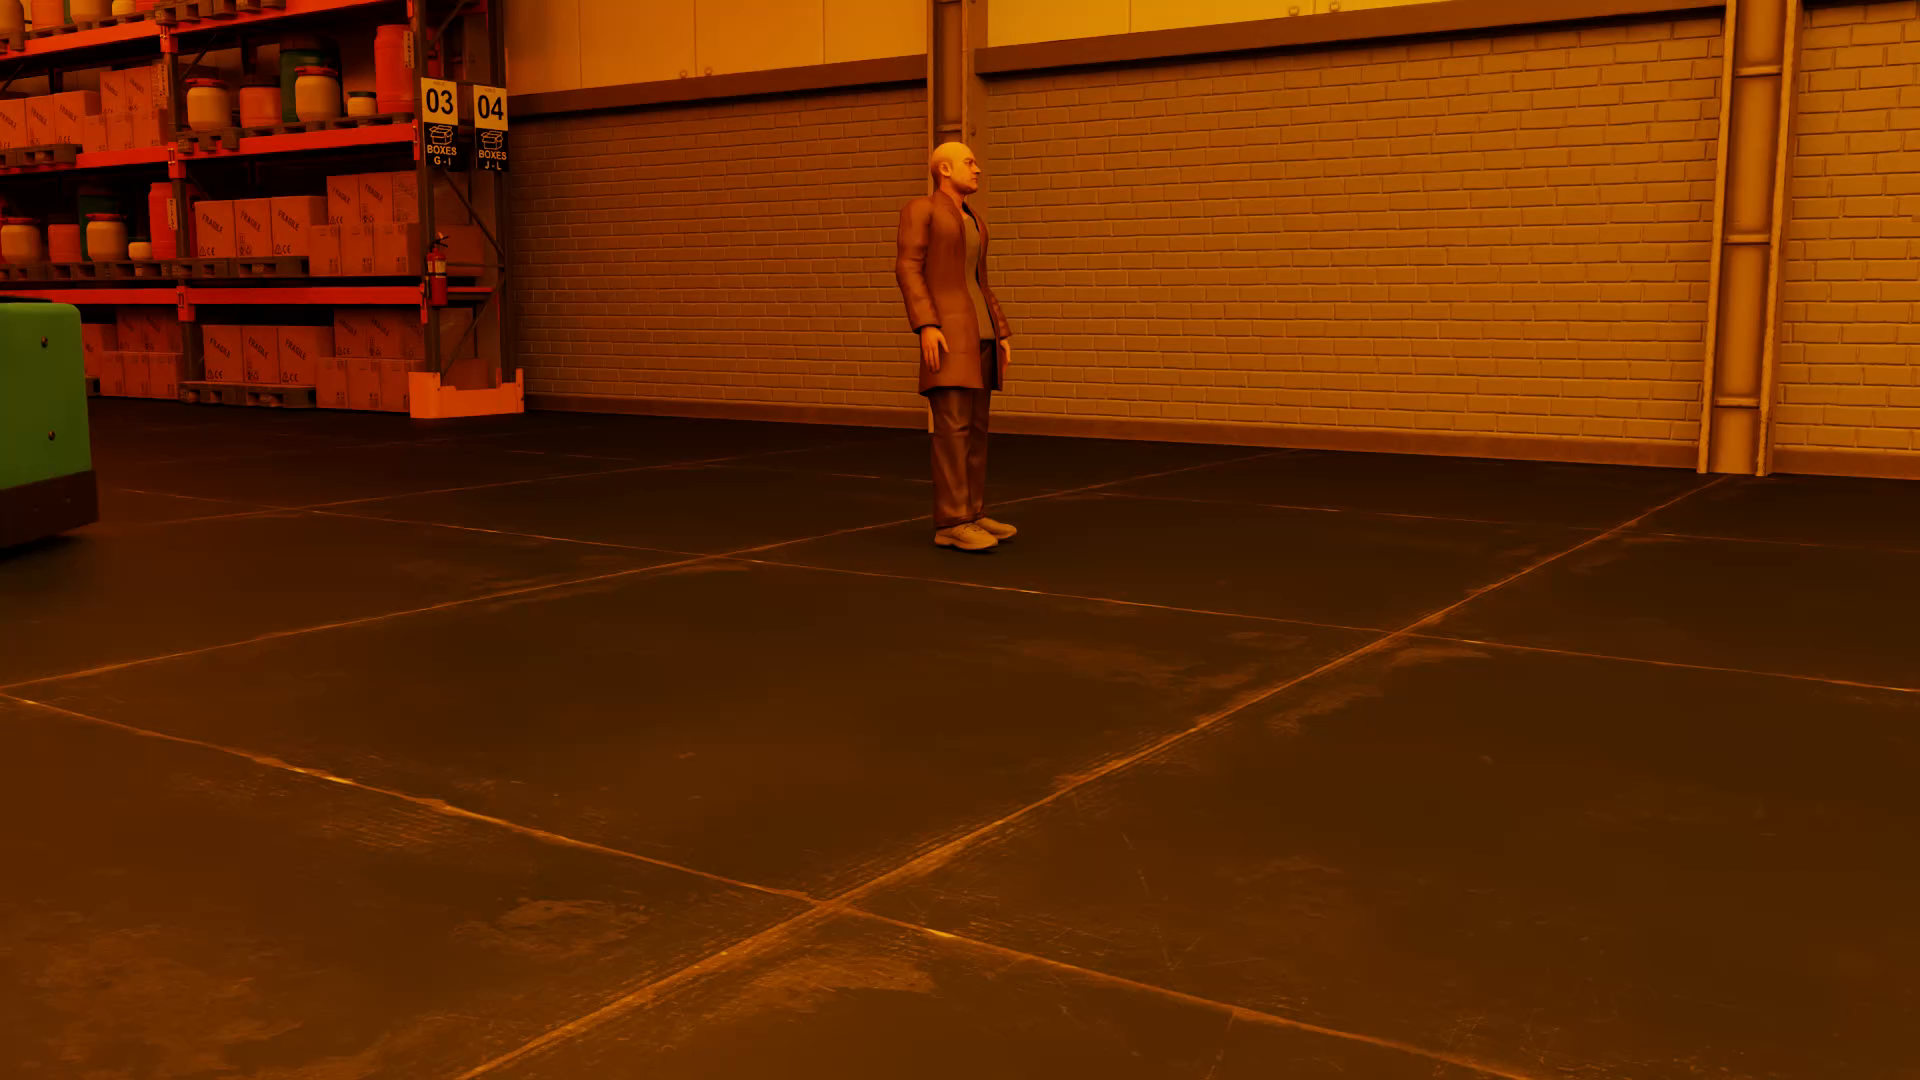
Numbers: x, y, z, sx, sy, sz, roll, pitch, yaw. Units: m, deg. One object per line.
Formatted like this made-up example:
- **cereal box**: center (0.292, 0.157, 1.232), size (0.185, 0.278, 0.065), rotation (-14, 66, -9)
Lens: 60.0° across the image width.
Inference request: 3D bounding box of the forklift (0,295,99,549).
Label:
- **forklift**: center (-5.472, -1.392, 6.979), size (3.031, 2.935, 1.130), rotation (-1, 8, -4)

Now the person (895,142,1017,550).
- **person**: center (0.072, -0.880, 7.423), size (0.582, 1.776, 0.696), rotation (5, 10, 34)
